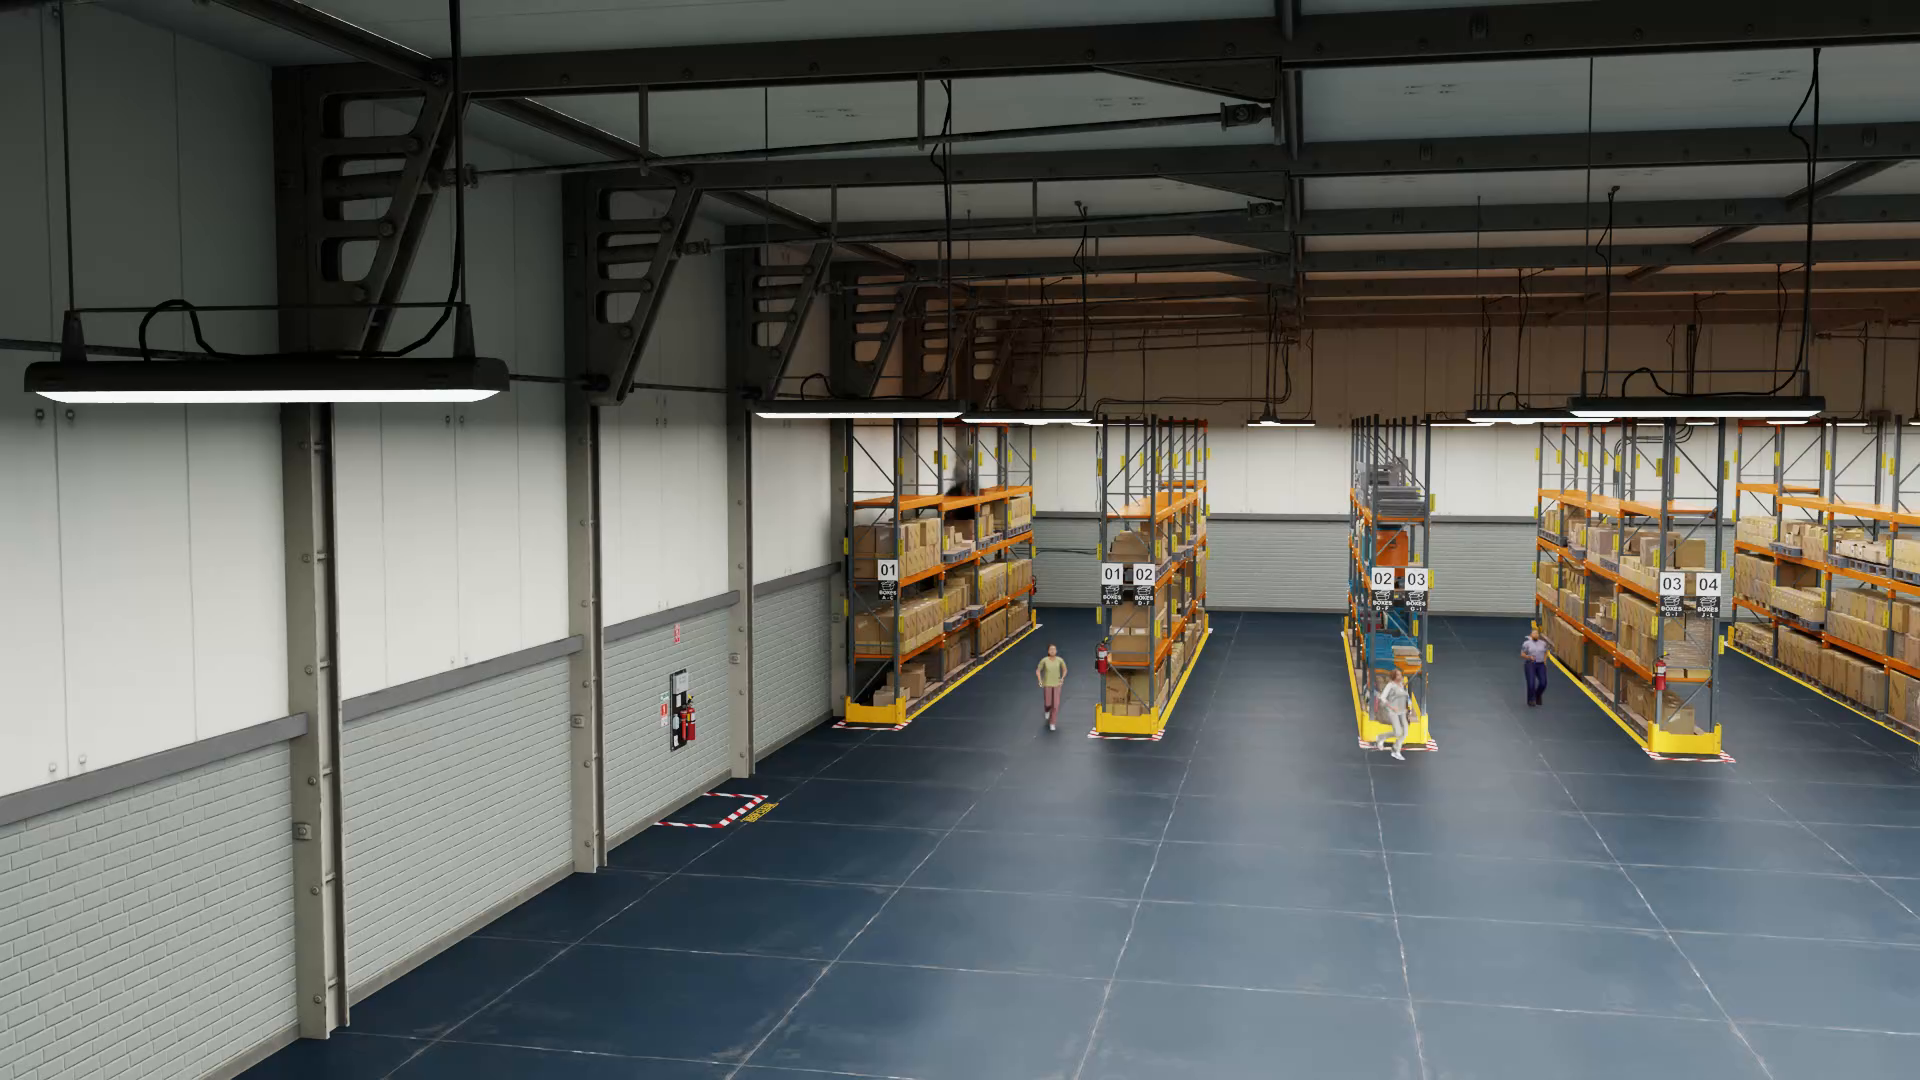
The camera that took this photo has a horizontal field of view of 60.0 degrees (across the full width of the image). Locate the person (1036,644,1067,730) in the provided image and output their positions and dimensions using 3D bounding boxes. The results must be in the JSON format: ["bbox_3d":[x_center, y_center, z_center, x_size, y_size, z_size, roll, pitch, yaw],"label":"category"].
[{"bbox_3d":[1.766,2.796,31.892,0.595,1.619,0.569,0,4,-3],"label":"person"}]

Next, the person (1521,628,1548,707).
[{"bbox_3d":[11.847,2.635,34.193,0.591,1.618,0.576,0,4,5],"label":"person"}]

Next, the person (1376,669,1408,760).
[{"bbox_3d":[7.548,3.028,29.011,0.545,1.568,0.556,-3,5,-40],"label":"person"}]
